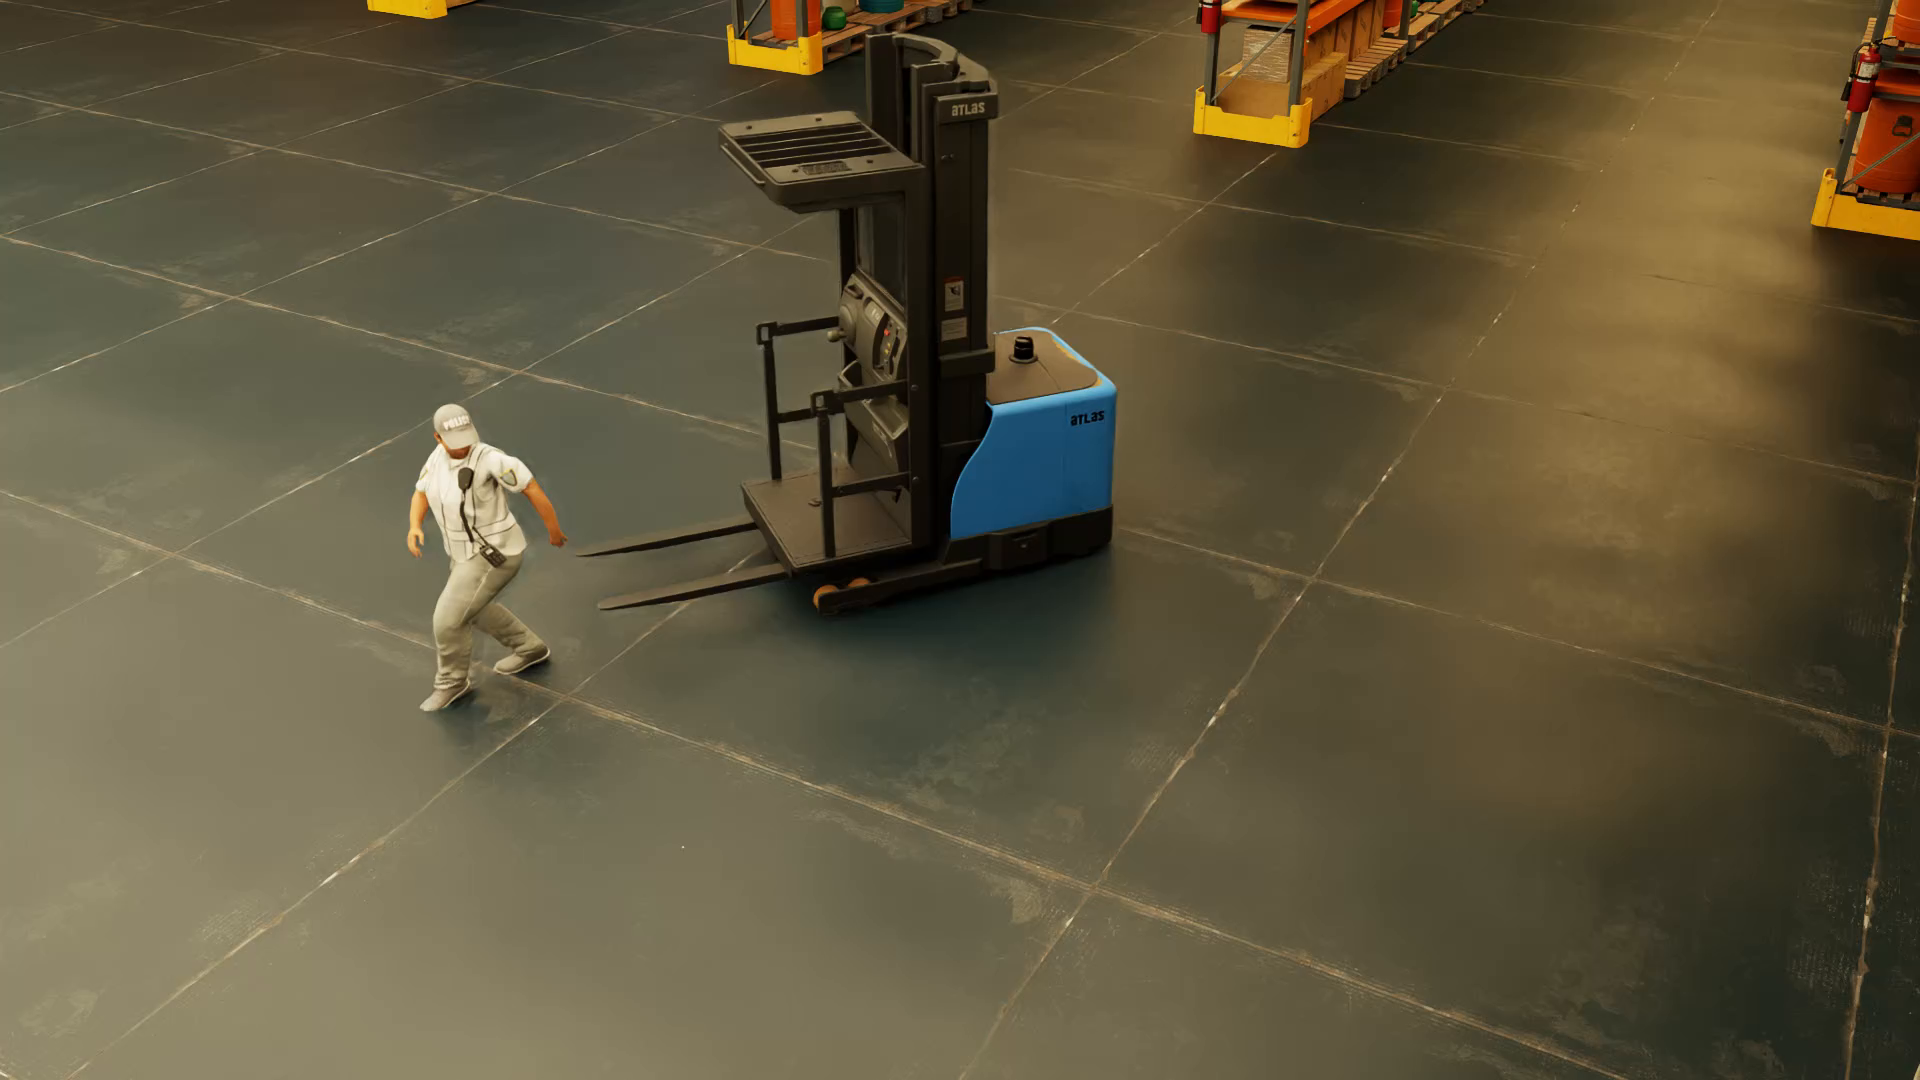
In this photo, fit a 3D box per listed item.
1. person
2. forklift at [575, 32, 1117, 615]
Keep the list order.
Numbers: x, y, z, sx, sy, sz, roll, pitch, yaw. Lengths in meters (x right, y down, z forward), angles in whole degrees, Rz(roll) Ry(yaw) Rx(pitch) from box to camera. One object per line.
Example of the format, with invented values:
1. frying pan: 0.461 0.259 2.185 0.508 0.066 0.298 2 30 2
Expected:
1. person: -2.439 0.065 8.344 0.850 1.645 0.524 -19 35 -30
2. forklift: -0.662 -1.149 9.062 3.031 2.935 1.130 -12 32 -19
